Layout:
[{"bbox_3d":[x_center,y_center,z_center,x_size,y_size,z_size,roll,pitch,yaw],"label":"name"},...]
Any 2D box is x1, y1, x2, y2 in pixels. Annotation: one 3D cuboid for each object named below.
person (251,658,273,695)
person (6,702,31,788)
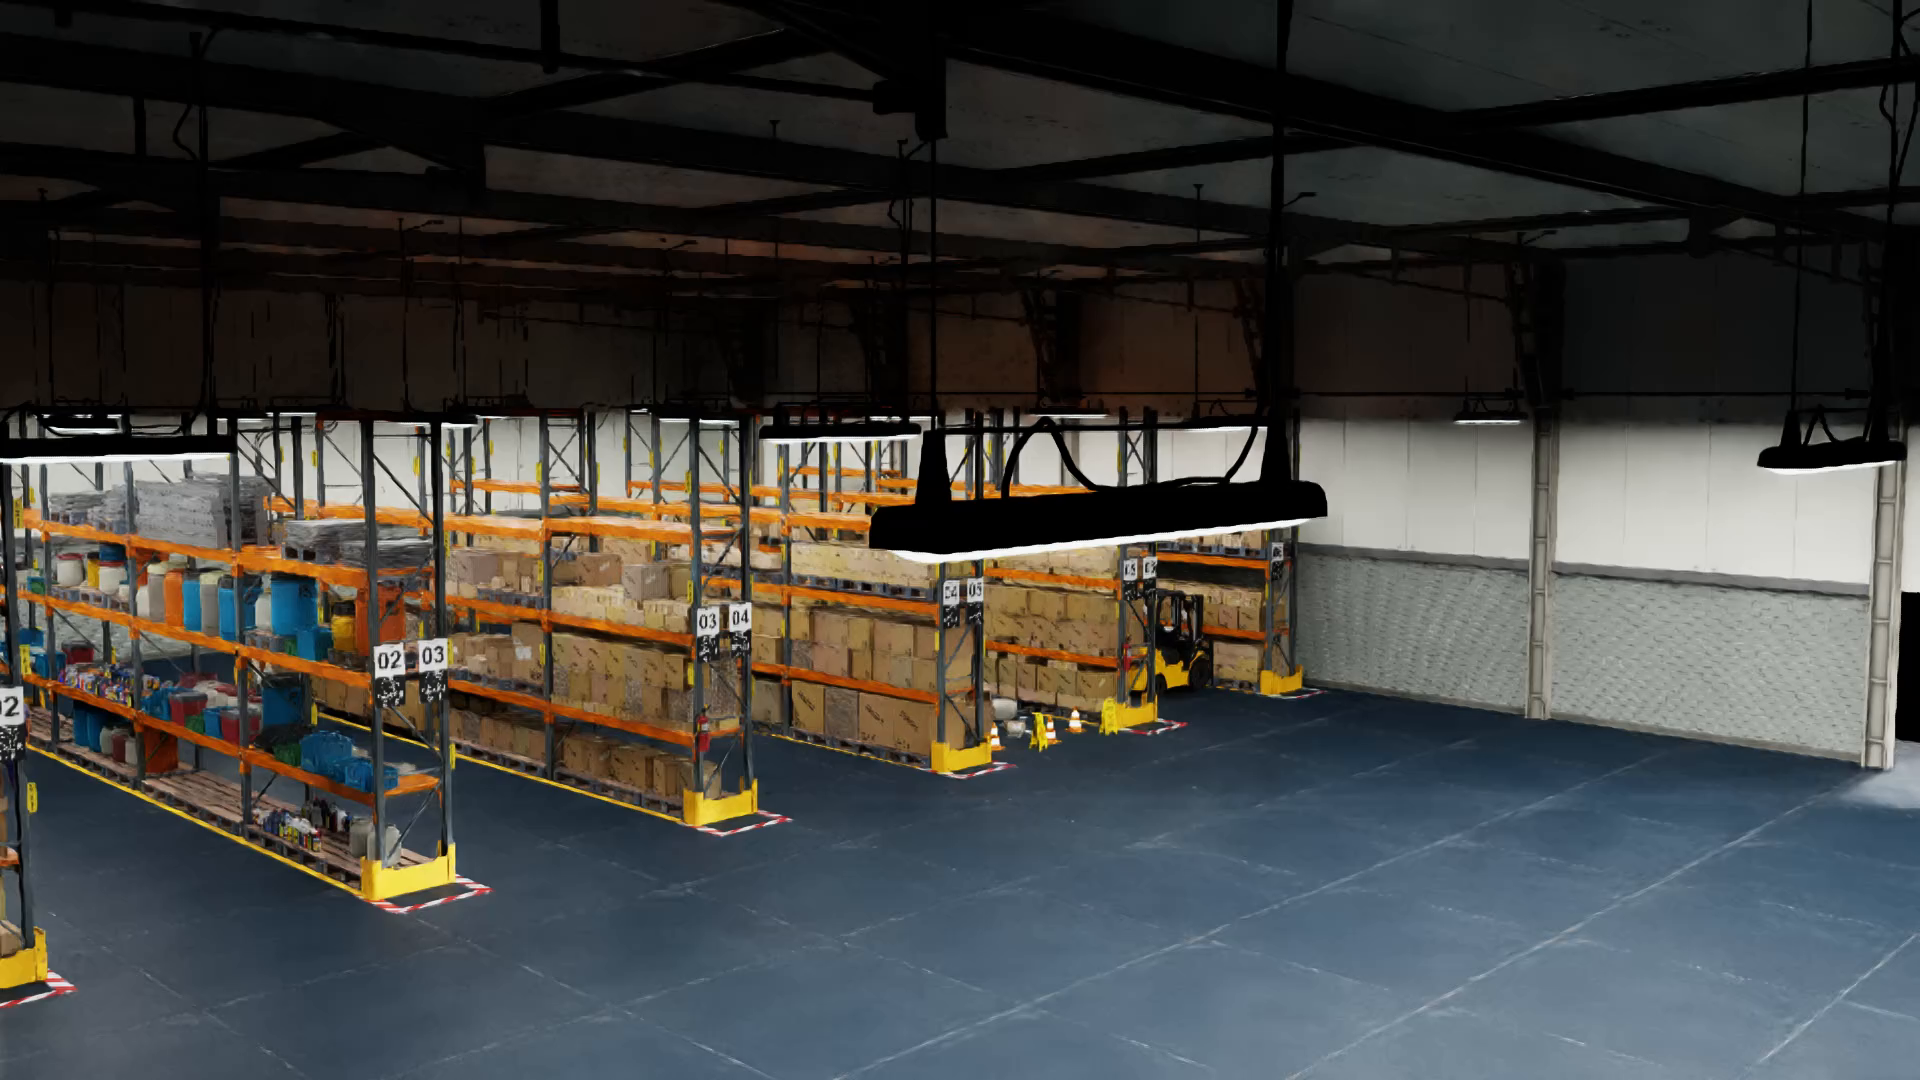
[{"bbox_3d":[-13.578,2.576,32.201,0.565,1.783,0.679,-3,6,-32],"label":"person"},{"bbox_3d":[-15.265,3.156,26.876,1.083,1.567,0.478,5,7,42],"label":"person"}]
